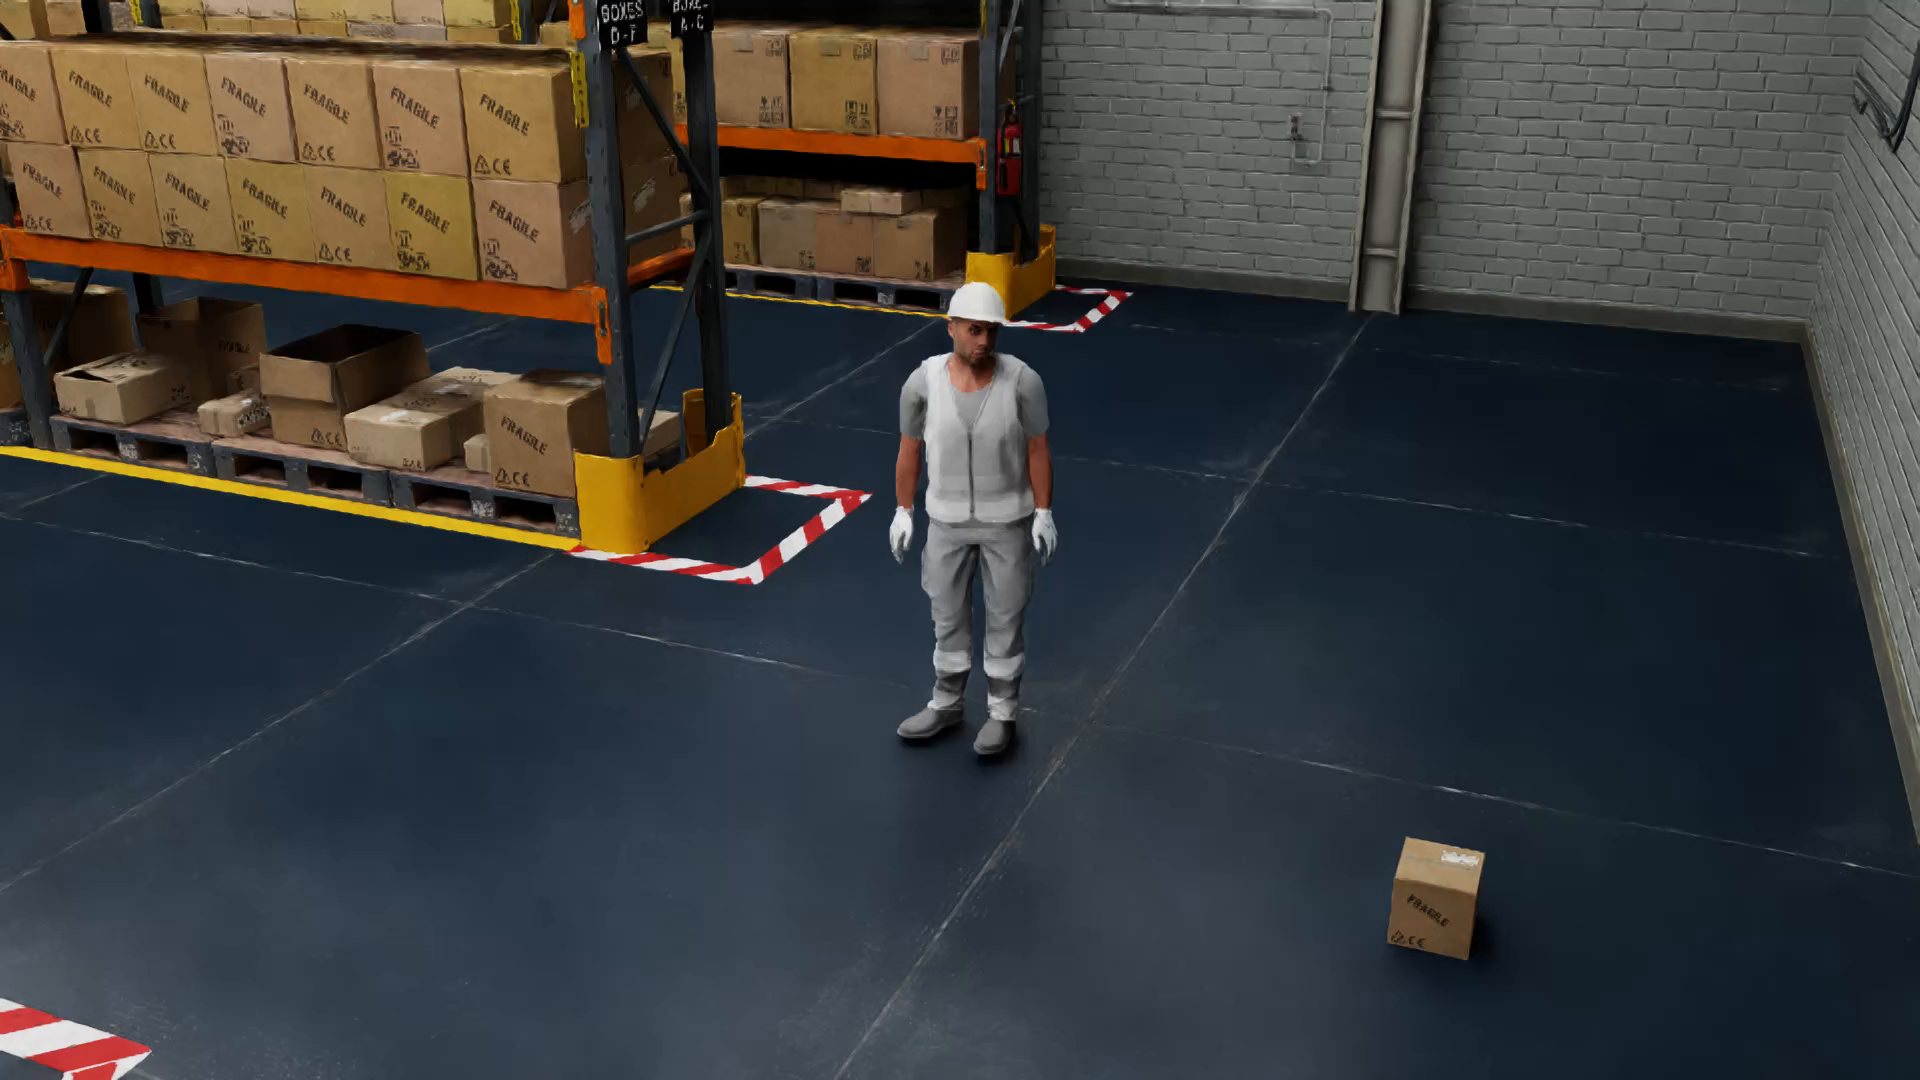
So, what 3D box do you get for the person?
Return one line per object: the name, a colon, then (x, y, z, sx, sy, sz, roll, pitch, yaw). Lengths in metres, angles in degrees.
person: (0.048, -0.065, 6.140, 0.636, 1.797, 0.378, 4, 22, 9)
